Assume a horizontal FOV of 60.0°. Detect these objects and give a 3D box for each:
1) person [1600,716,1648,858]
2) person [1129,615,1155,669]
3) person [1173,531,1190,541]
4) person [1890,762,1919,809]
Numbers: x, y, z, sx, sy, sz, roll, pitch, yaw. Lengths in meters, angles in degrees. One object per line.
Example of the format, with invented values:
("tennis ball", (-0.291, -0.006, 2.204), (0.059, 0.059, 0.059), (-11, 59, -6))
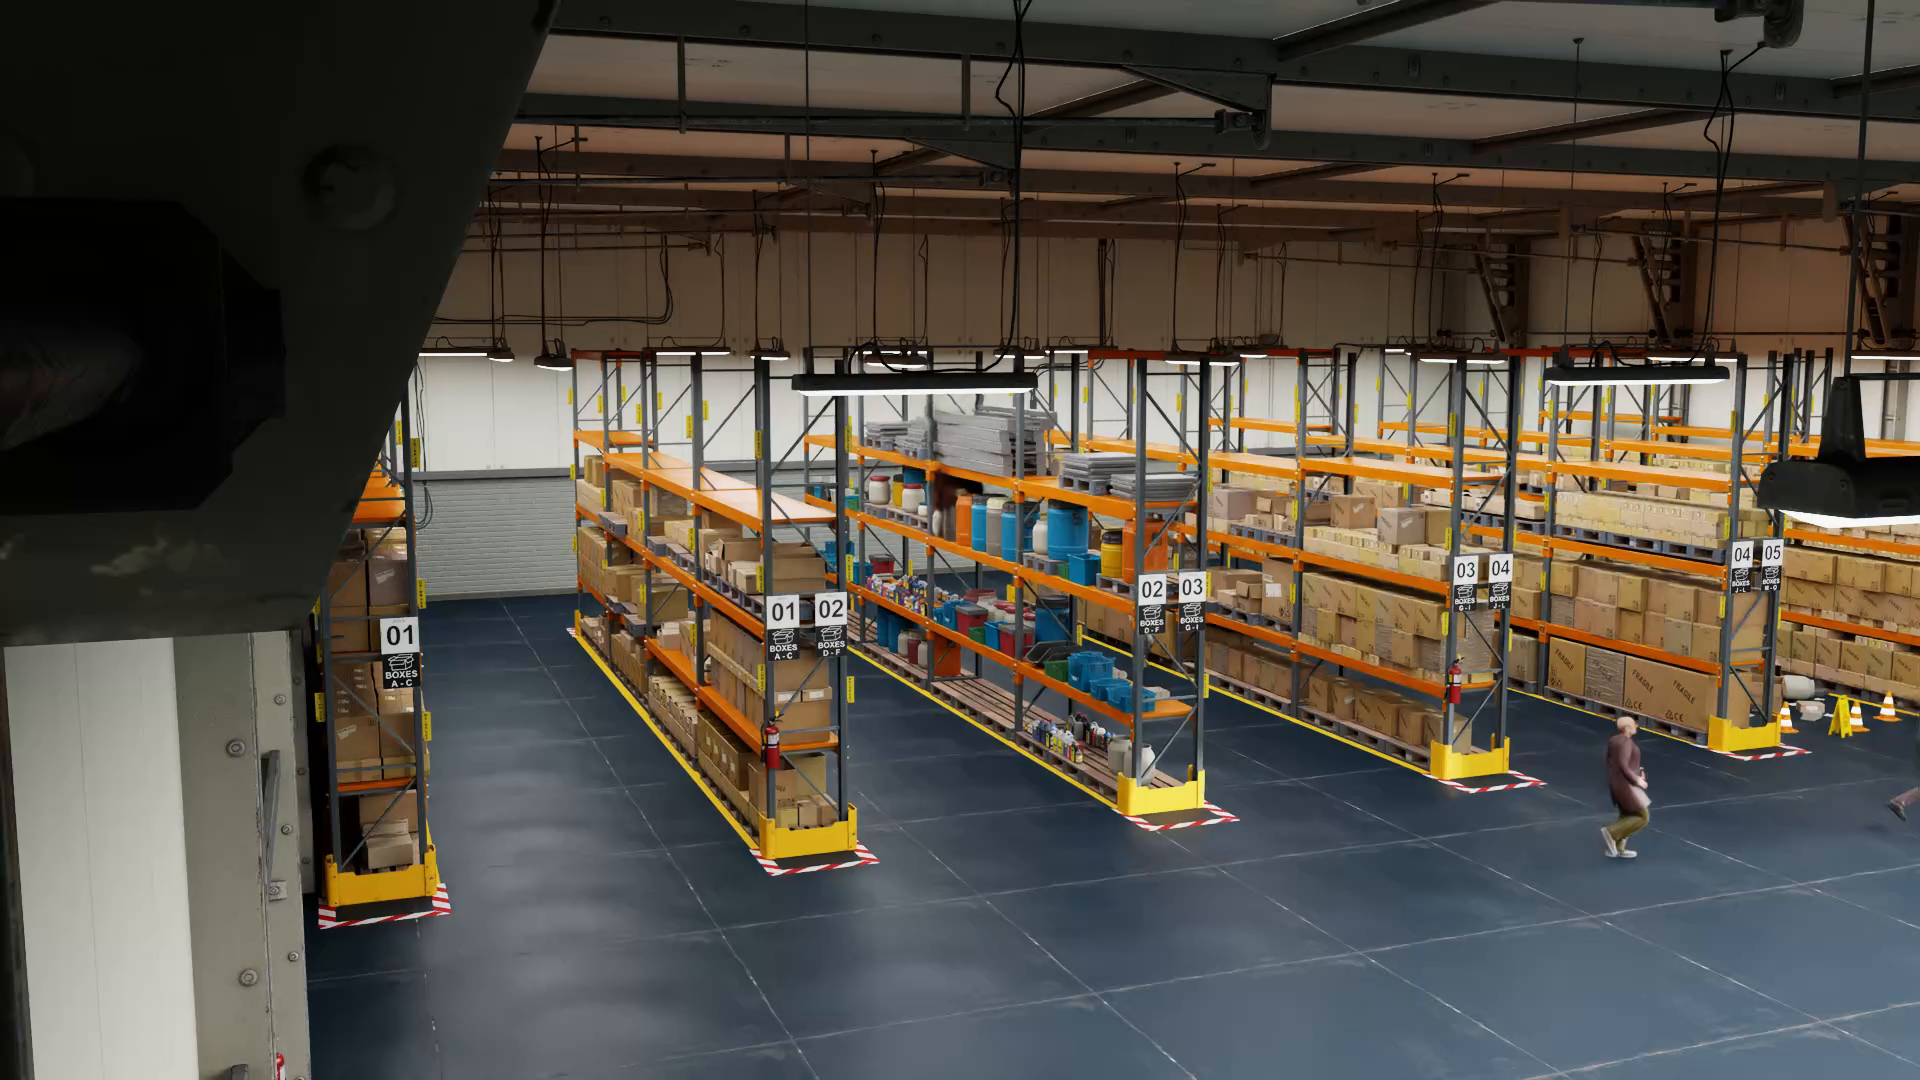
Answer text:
("person", (8.081, 2.980, 20.066), (0.536, 1.732, 0.649), (0, 7, 1))
("person", (3.278, 1.535, 29.932), (0.698, 1.645, 0.579), (-2, 8, -19))
("person", (5.363, 0.408, 40.775), (0.656, 1.772, 0.614), (7, 10, 43))
("person", (12.307, 2.822, 21.077), (0.808, 1.643, 0.513), (2, 7, 16))
